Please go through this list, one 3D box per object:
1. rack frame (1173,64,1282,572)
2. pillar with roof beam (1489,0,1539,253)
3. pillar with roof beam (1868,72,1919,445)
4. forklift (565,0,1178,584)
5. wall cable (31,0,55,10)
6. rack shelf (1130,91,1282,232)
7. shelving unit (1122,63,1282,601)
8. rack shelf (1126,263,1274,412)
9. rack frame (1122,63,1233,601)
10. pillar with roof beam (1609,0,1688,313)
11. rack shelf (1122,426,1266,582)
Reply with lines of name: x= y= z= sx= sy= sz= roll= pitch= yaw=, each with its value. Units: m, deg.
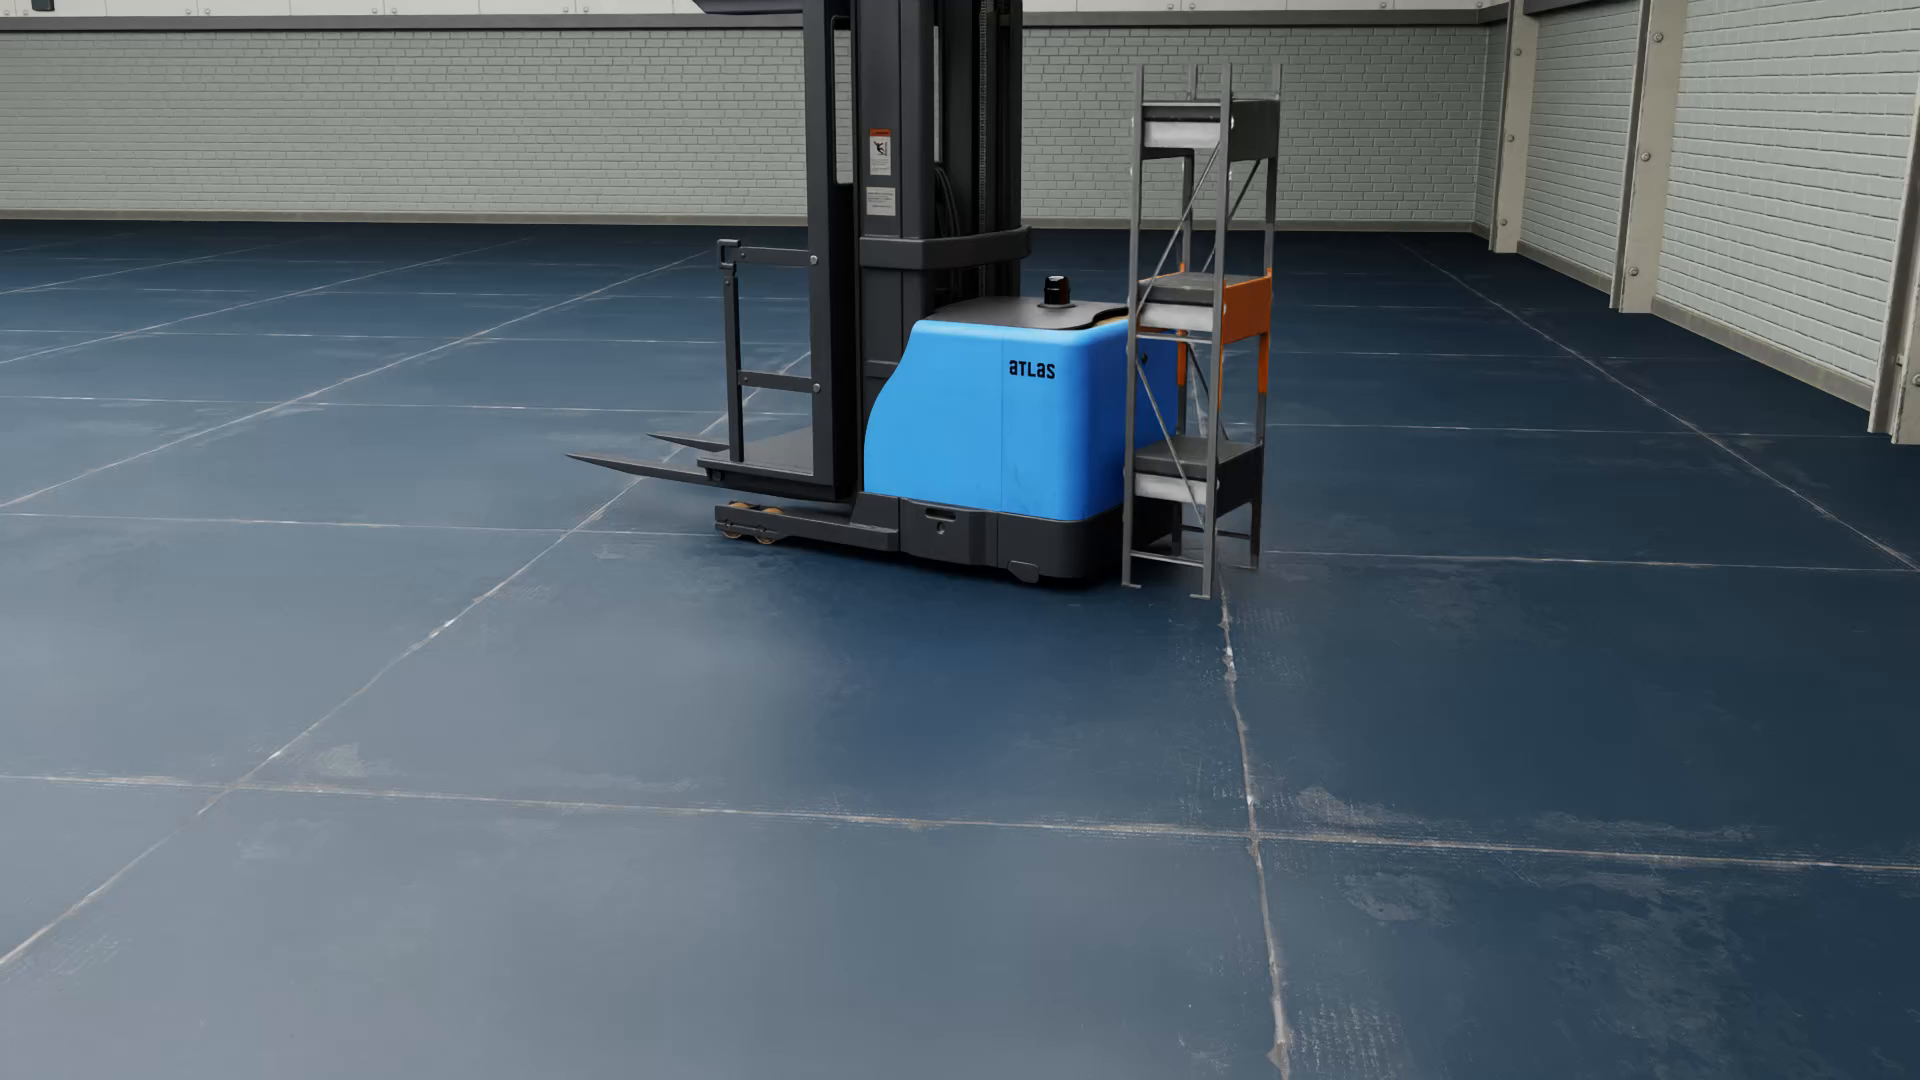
rack frame: x=1.110 y=-0.905 z=6.979 sx=0.400 sy=2.100 sz=0.015 roll=9 pitch=18 yaw=31
pillar with roof beam: x=2.729 y=-8.192 z=20.720 sx=9.100 sy=9.000 sz=0.400 roll=2 pitch=15 yaw=6
pillar with roof beam: x=1.375 y=-5.080 z=9.210 sx=9.100 sy=9.000 sz=0.400 roll=2 pitch=15 yaw=6
forklift: x=-0.536 y=-1.501 z=7.598 sx=3.031 sy=2.935 sz=1.130 roll=9 pitch=18 yaw=30
wall cable: x=-13.215 y=-11.077 z=24.871 sx=2.305 sy=6.003 sz=0.169 roll=2 pitch=15 yaw=6
rack shelf: x=0.977 y=-1.512 z=6.599 sx=0.431 sy=0.518 sz=0.480 roll=9 pitch=18 yaw=31
shelving unit: x=0.979 y=-0.851 z=6.781 sx=0.431 sy=2.100 sz=0.503 roll=9 pitch=18 yaw=31
rack shelf: x=0.979 y=-0.837 z=6.784 sx=0.431 sy=0.518 sz=0.480 roll=9 pitch=18 yaw=31
rack frame: x=0.847 y=-0.796 z=6.583 sx=0.400 sy=2.100 sz=0.015 roll=9 pitch=18 yaw=31
pillar with roof beam: x=2.052 y=-6.636 z=14.965 sx=9.100 sy=9.000 sz=0.400 roll=2 pitch=15 yaw=6
rack shelf: x=0.980 y=-0.162 z=6.970 sx=0.431 sy=0.518 sz=0.480 roll=9 pitch=18 yaw=31
